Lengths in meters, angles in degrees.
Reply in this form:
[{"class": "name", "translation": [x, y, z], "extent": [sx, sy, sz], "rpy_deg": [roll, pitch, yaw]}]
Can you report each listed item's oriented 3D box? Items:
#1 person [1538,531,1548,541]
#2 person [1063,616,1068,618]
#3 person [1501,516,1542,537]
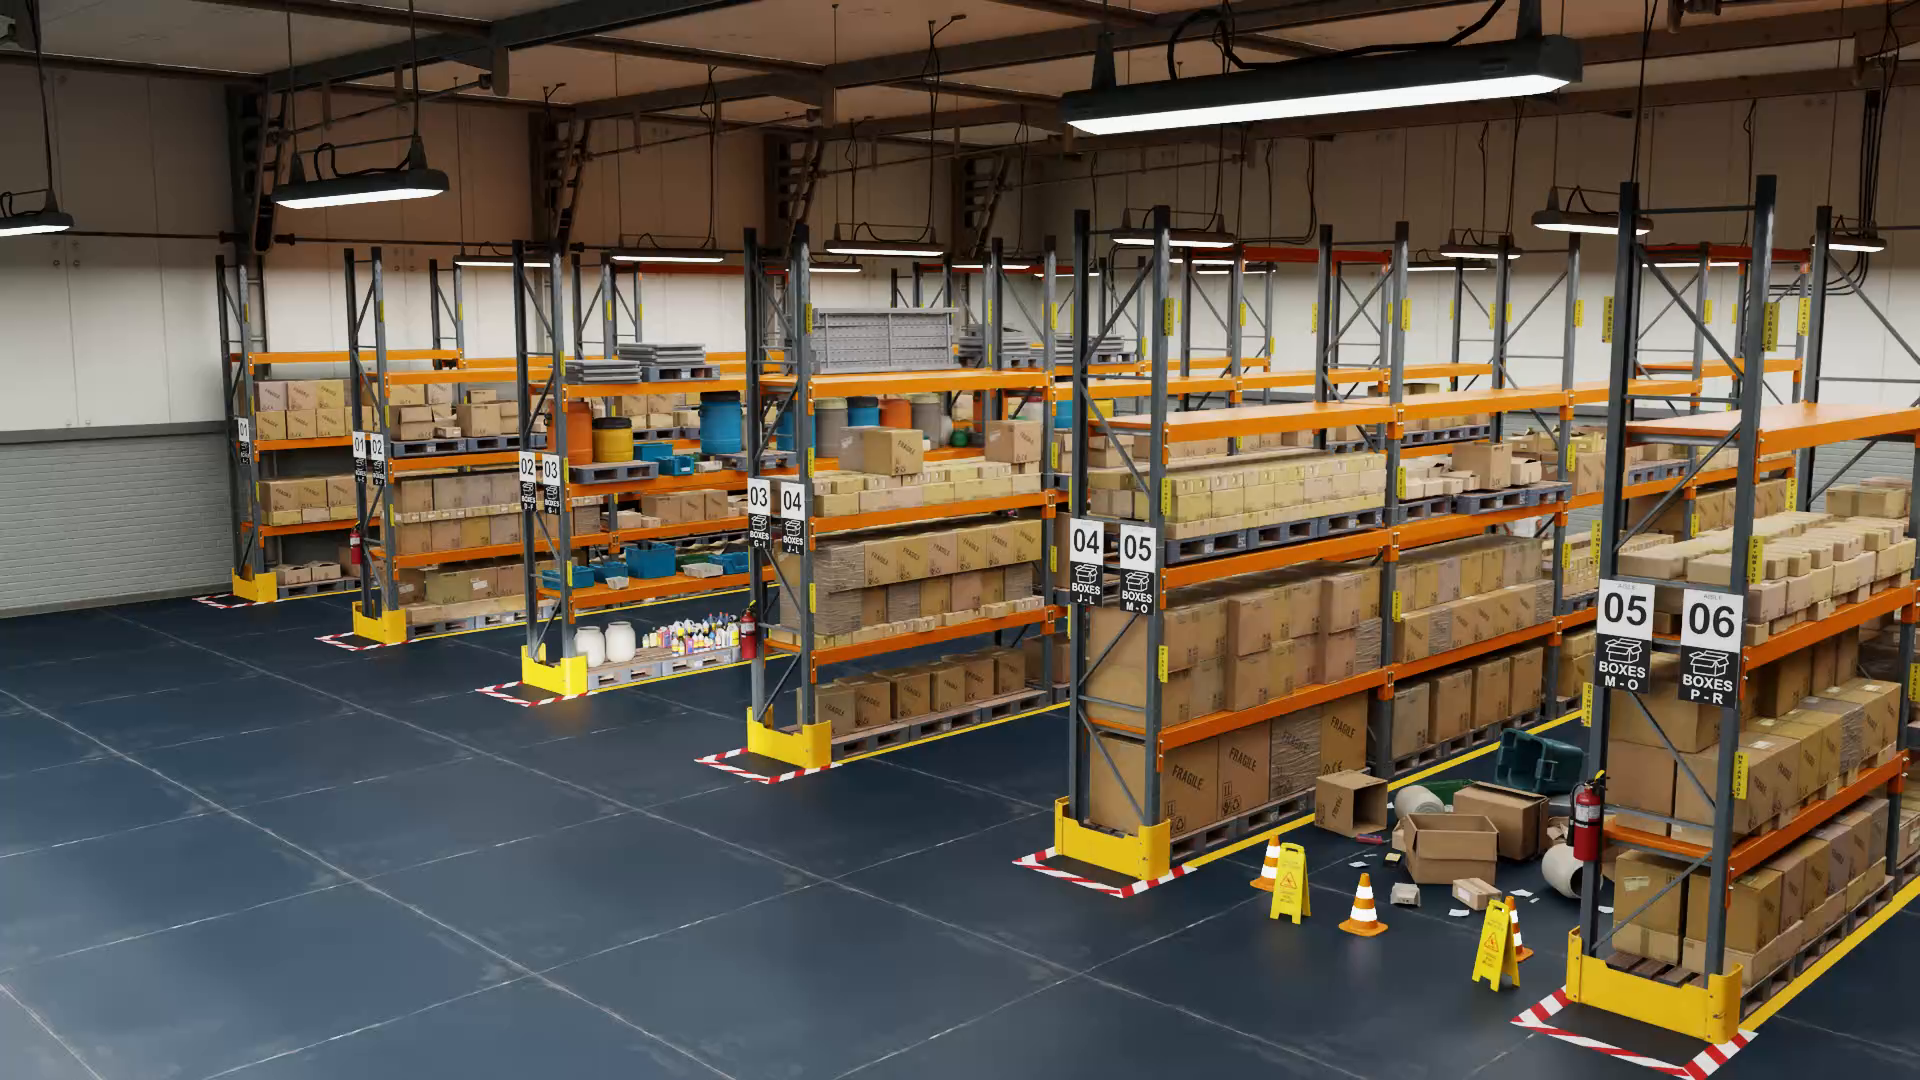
[{"class": "person", "translation": [8.858, 0.736, 25.355], "extent": [0.880, 1.789, 0.601], "rpy_deg": [-7, 11, -41]}, {"class": "person", "translation": [1.531, 0.394, 25.624], "extent": [0.669, 1.900, 0.800], "rpy_deg": [5, 10, 33]}, {"class": "person", "translation": [10.360, -0.022, 30.510], "extent": [0.706, 1.763, 0.667], "rpy_deg": [-2, 8, -17]}]
